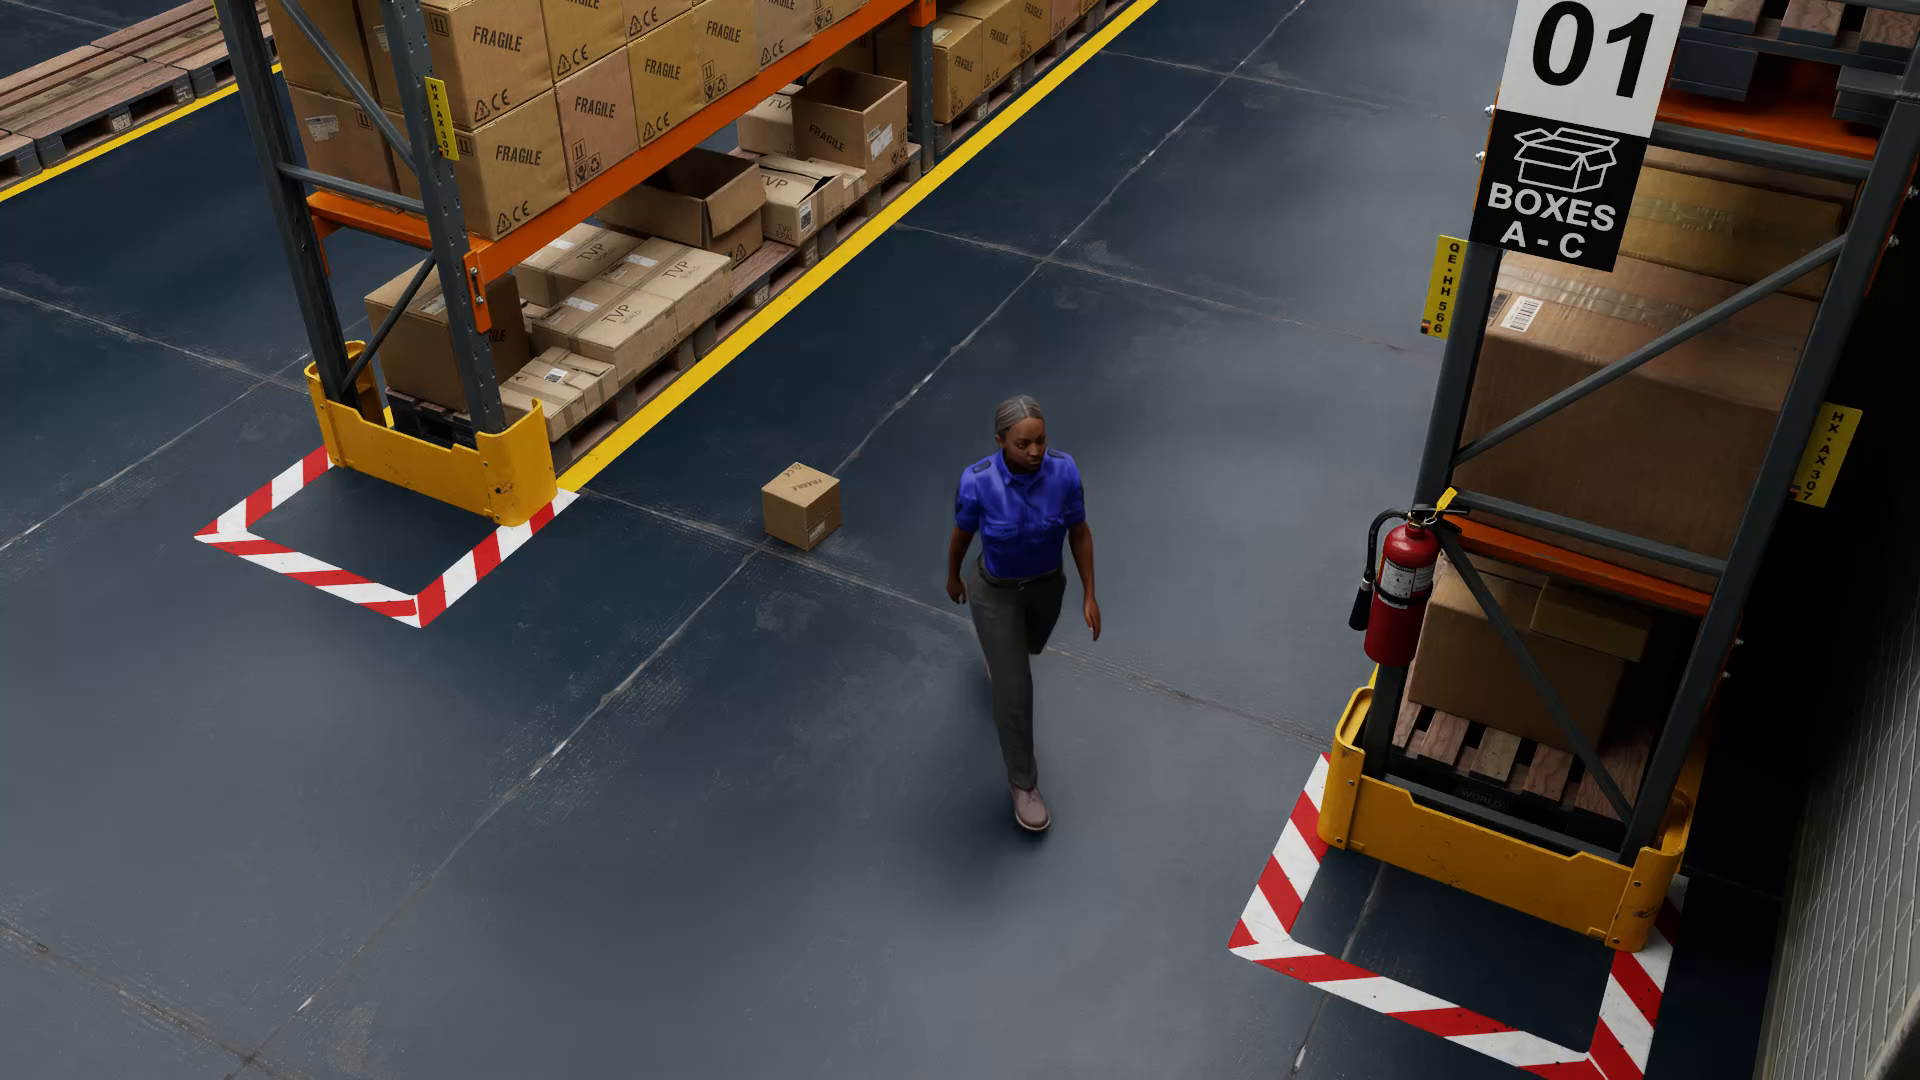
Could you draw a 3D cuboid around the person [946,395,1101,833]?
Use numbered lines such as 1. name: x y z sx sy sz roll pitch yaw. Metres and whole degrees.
1. person: 0.212 0.141 5.977 0.468 1.600 1.008 -12 40 -15
